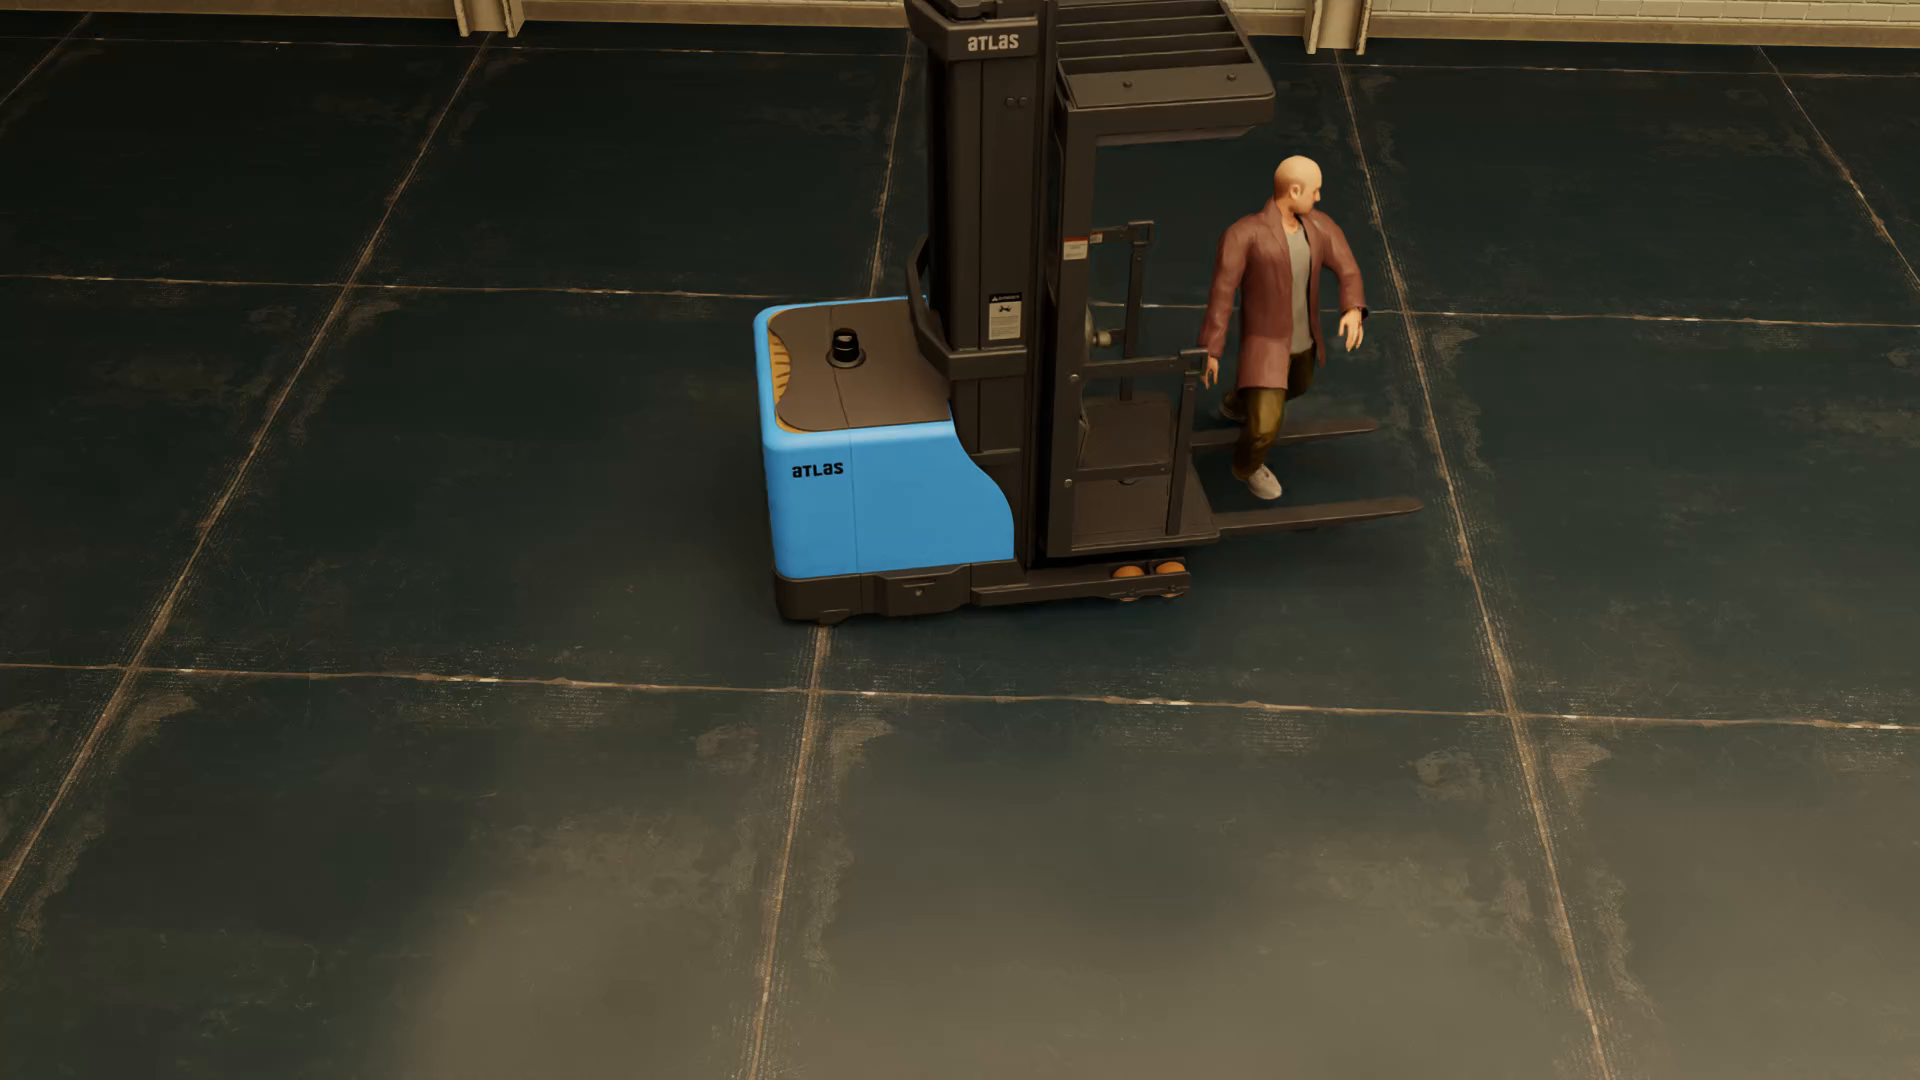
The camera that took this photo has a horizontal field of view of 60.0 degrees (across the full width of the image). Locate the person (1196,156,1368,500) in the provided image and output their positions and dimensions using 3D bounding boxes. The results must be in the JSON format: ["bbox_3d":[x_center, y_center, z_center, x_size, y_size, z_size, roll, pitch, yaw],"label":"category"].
[{"bbox_3d":[1.432,-0.911,7.683,0.798,1.646,0.927,-29,50,-28],"label":"person"}]

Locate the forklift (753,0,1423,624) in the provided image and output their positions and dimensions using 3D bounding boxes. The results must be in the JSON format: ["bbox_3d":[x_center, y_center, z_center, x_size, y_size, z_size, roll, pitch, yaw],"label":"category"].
[{"bbox_3d":[0.616,-1.153,7.005,3.031,2.935,1.130,-5,43,-6],"label":"forklift"}]
